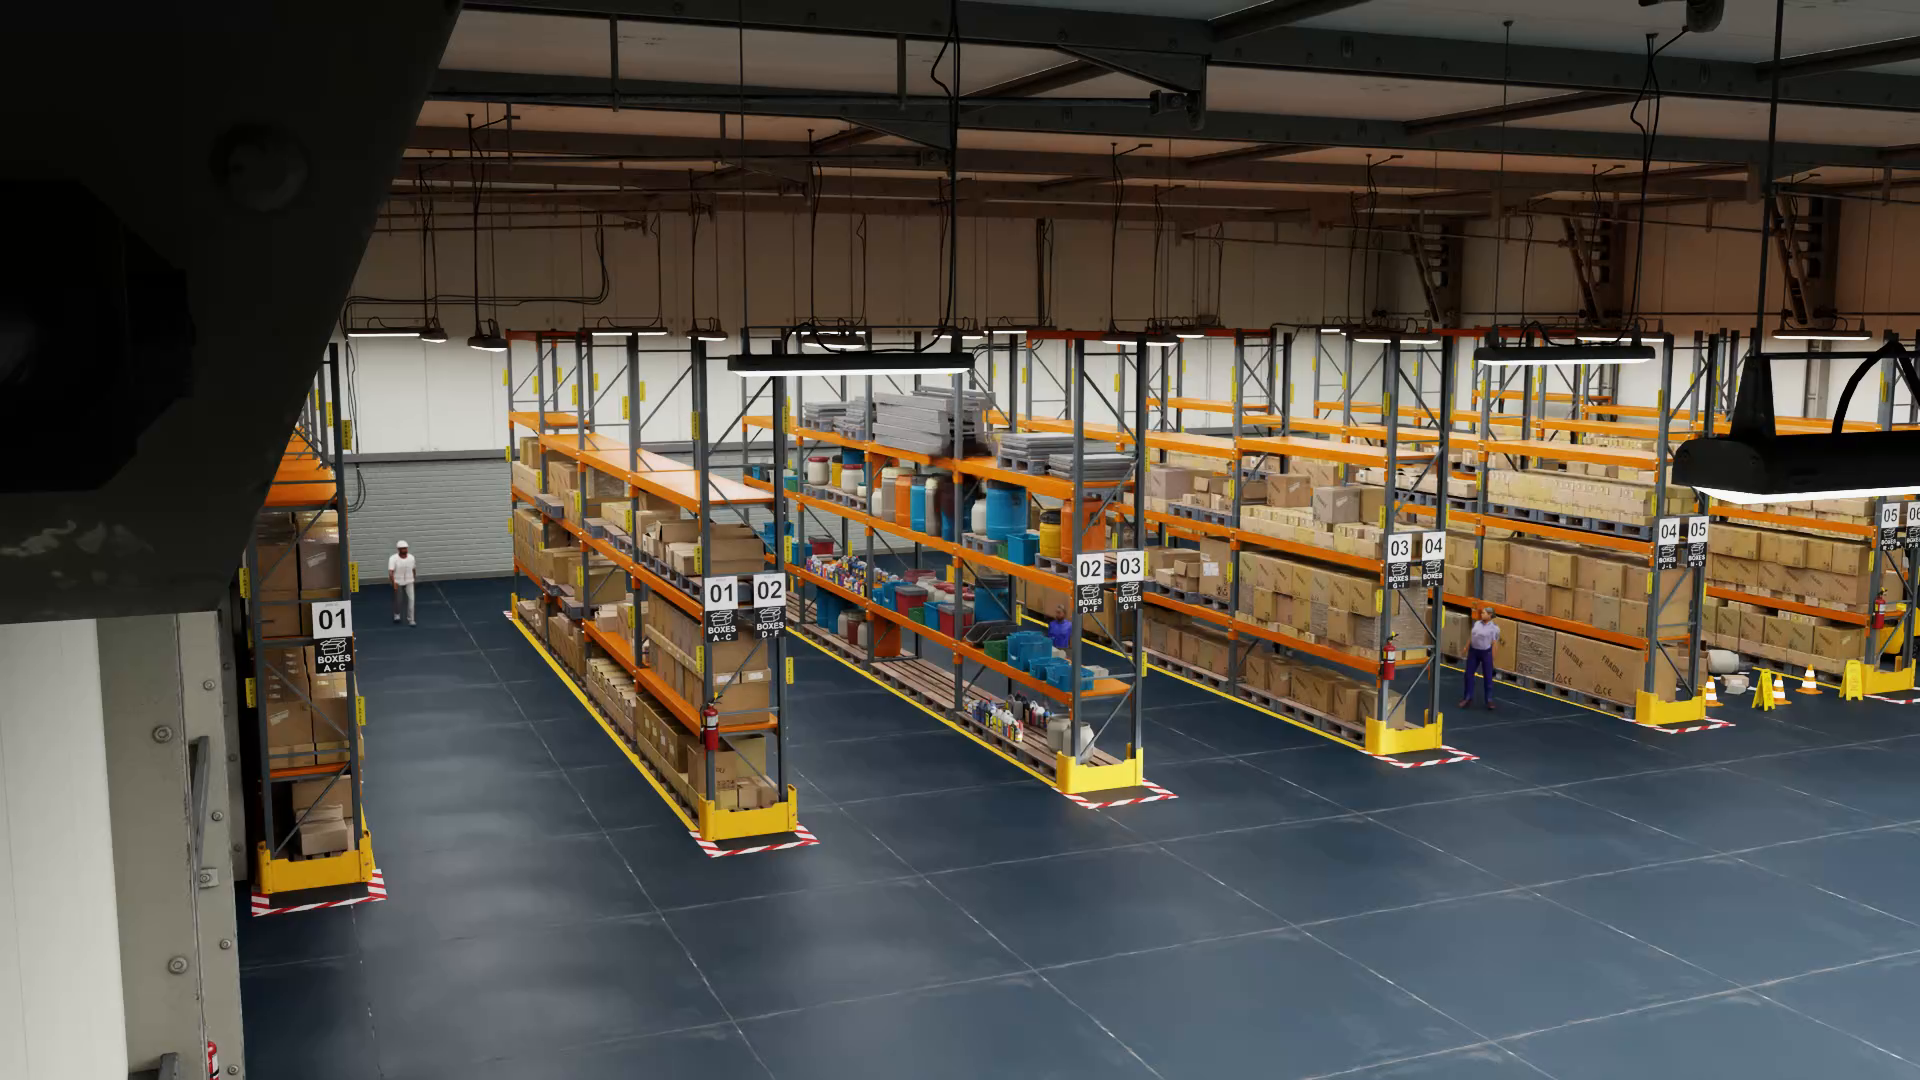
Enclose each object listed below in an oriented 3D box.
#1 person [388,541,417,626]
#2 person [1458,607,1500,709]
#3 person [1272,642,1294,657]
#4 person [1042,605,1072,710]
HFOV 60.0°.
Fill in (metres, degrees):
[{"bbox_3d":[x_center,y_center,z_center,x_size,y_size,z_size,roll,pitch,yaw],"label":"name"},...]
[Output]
[{"bbox_3d":[-11.341,0.877,33.883,0.572,1.731,0.989,-4,9,-29],"label":"person"},{"bbox_3d":[8.349,1.882,26.772,0.649,1.660,0.419,7,10,42],"label":"person"},{"bbox_3d":[6.037,1.257,30.968,0.621,1.804,0.419,3,9,24],"label":"person"},{"bbox_3d":[1.576,1.885,26.723,0.516,1.659,0.509,2,8,14],"label":"person"}]
